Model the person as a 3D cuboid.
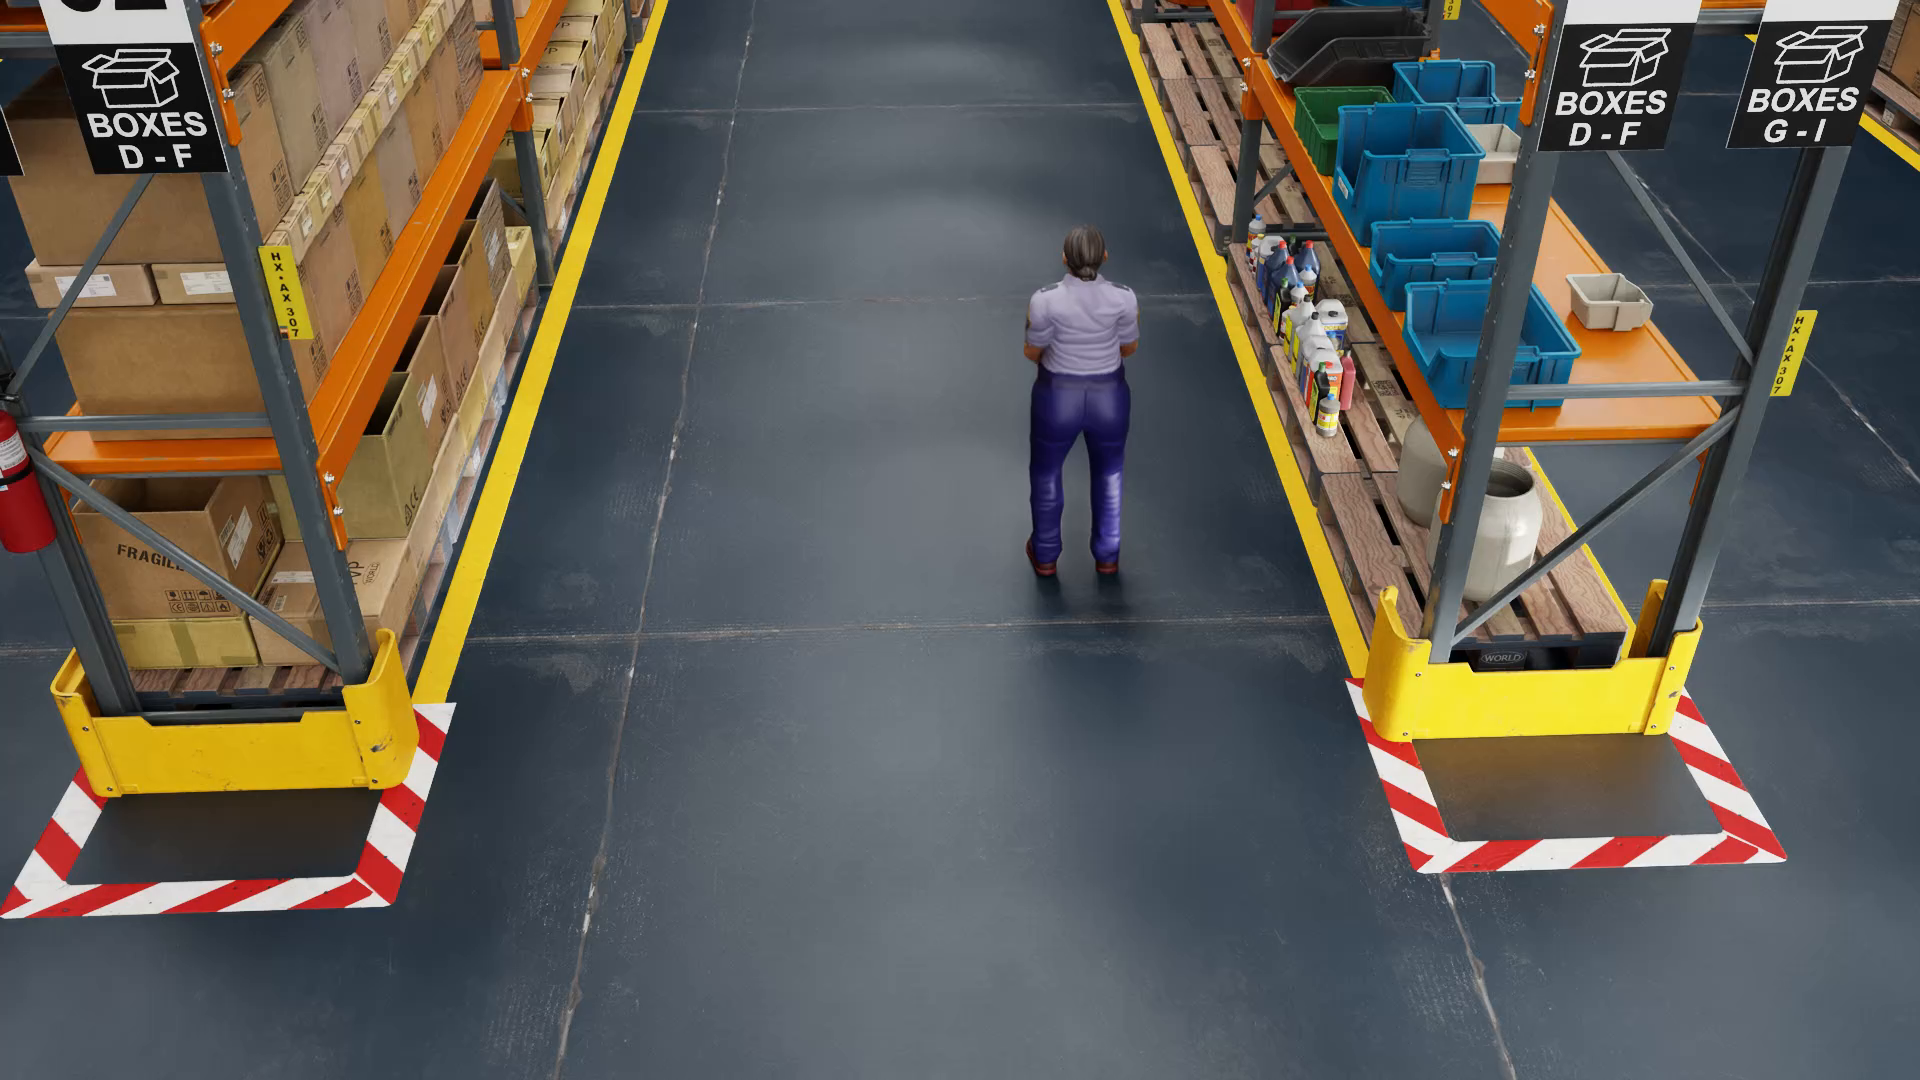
[{"bbox_3d":[0.495,-0.578,6.964,0.559,1.652,0.364,-3,36,-4],"label":"person"}]
